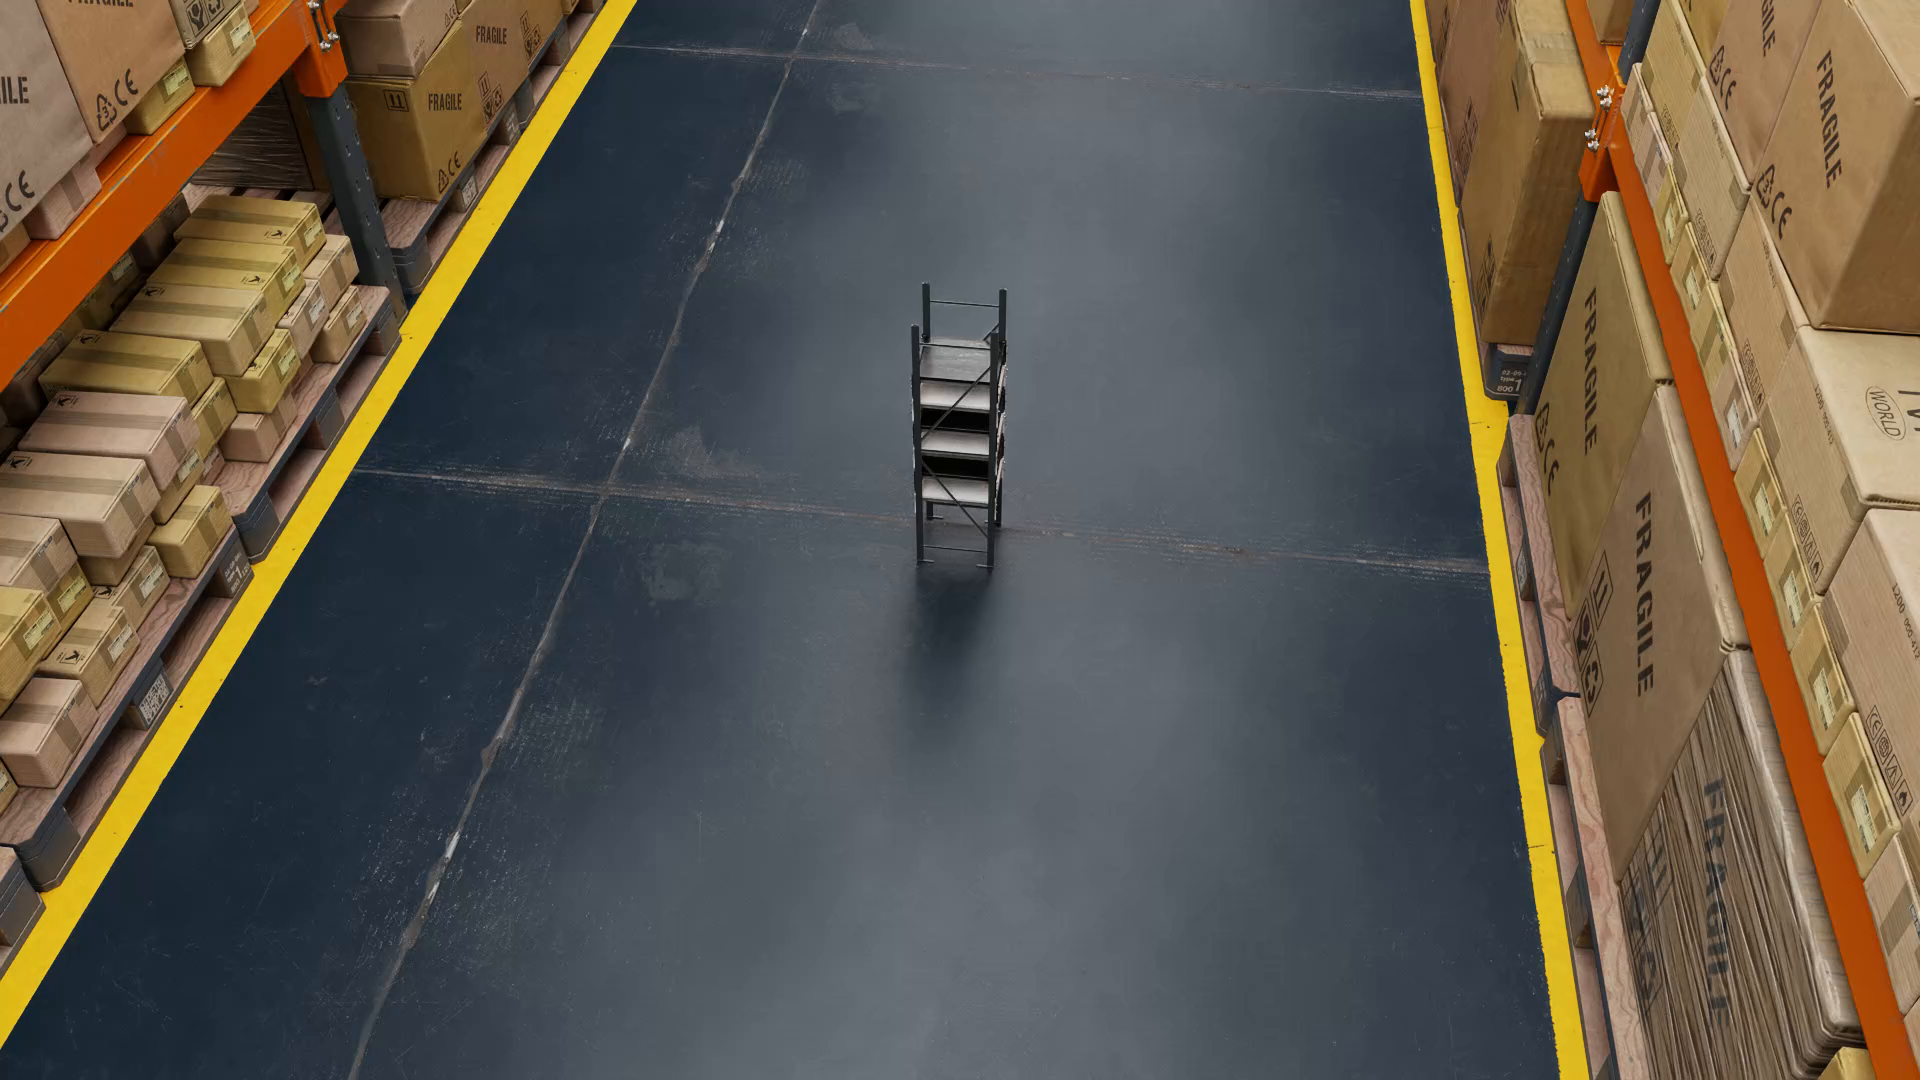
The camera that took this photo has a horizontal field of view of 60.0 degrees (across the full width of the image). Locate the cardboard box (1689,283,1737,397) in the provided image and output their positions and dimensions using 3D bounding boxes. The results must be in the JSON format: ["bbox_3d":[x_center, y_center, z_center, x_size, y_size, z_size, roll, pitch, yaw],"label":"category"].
[{"bbox_3d":[1.865,-0.431,3.706,0.380,0.149,0.250,5,44,5],"label":"cardboard box"}]

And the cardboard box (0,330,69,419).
[{"bbox_3d":[-2.877,-0.504,4.936,0.380,0.149,0.250,4,44,4],"label":"cardboard box"}]

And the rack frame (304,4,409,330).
[{"bbox_3d":[-2.534,-1.925,5.102,1.000,3.000,0.127,5,44,6],"label":"rack frame"}]

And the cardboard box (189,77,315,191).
[{"bbox_3d":[-2.686,-1.697,6.374,0.500,0.500,0.500,4,44,5],"label":"cardboard box"}]

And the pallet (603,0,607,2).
[{"bbox_3d":[-2.110,-3.106,8.377,1.003,0.211,1.213,5,44,6],"label":"pallet"}]

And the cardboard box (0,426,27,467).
[{"bbox_3d":[-2.938,-0.214,4.846,0.380,0.149,0.250,7,44,7],"label":"cardboard box"}]

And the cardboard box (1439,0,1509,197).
[{"bbox_3d":[2.551,-1.834,6.245,1.225,0.875,0.875,4,44,4],"label":"cardboard box"}]

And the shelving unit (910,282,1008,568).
[{"bbox_3d":[-0.001,-0.321,4.935,0.258,0.900,0.210,5,44,6],"label":"shelving unit"}]

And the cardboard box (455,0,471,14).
[{"bbox_3d":[-2.107,-2.285,6.449,0.500,0.250,0.500,6,44,7],"label":"cardboard box"}]

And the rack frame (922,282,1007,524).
[{"bbox_3d":[0.012,-0.391,5.008,0.240,0.900,0.006,5,44,6],"label":"rack frame"}]

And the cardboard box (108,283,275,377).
[{"bbox_3d":[-2.343,-0.644,5.084,0.380,0.149,0.250,5,44,5],"label":"cardboard box"}]

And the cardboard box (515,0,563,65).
[{"bbox_3d":[-2.049,-2.369,7.082,0.500,0.500,0.500,6,44,6],"label":"cardboard box"}]

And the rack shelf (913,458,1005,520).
[{"bbox_3d":[-0.001,-0.166,5.081,0.258,0.077,0.200,5,44,6],"label":"rack shelf"}]

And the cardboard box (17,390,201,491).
[{"bbox_3d":[-2.399,-0.282,4.701,0.380,0.149,0.250,3,44,3],"label":"cardboard box"}]

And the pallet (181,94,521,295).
[{"bbox_3d":[-2.433,-1.443,6.621,1.003,0.211,1.213,5,44,6],"label":"pallet"}]

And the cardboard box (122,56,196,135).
[{"bbox_3d":[-2.360,-1.256,4.577,0.380,0.149,0.250,7,44,7],"label":"cardboard box"}]

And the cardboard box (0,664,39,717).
[{"bbox_3d":[-2.625,0.342,4.259,0.380,0.149,0.250,7,44,8],"label":"cardboard box"}]

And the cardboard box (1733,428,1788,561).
[{"bbox_3d":[1.796,-0.080,3.336,0.380,0.149,0.250,4,44,4],"label":"cardboard box"}]

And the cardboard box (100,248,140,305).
[{"bbox_3d":[-2.880,-0.860,5.312,0.380,0.149,0.250,7,44,8],"label":"cardboard box"}]

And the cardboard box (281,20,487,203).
[{"bbox_3d":[-2.173,-1.650,6.323,0.500,0.500,0.500,7,44,7],"label":"cardboard box"}]

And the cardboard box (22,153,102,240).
[{"bbox_3d":[-2.425,-0.895,4.196,0.380,0.149,0.250,4,44,4],"label":"cardboard box"}]

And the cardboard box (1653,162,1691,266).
[{"bbox_3d":[1.931,-0.784,4.079,0.380,0.149,0.250,7,44,7],"label":"cardboard box"}]

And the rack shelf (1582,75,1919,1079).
[{"bbox_3d":[2.105,0.219,3.361,1.077,0.370,4.000,5,44,6],"label":"rack shelf"}]

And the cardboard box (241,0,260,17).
[{"bbox_3d":[-2.340,-1.618,4.960,0.380,0.149,0.250,5,44,5],"label":"cardboard box"}]

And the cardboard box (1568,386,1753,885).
[{"bbox_3d":[2.083,0.269,4.024,0.875,0.875,0.875,5,44,6],"label":"cardboard box"}]

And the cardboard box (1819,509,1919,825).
[{"bbox_3d":[1.776,0.220,2.729,0.500,0.250,0.500,4,44,4],"label":"cardboard box"}]

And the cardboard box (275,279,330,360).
[{"bbox_3d":[-2.284,-0.722,5.382,0.380,0.149,0.250,3,44,4],"label":"cardboard box"}]

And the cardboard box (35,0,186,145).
[{"bbox_3d":[-2.388,-1.360,4.216,0.500,0.500,0.500,4,44,4],"label":"cardboard box"}]

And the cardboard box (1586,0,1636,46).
[{"bbox_3d":[2.160,-1.785,4.881,0.500,0.500,0.500,5,44,6],"label":"cardboard box"}]

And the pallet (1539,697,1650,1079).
[{"bbox_3d":[2.032,0.952,4.091,1.003,0.211,1.213,5,44,6],"label":"pallet"}]

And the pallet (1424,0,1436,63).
[{"bbox_3d":[2.719,-2.589,7.830,1.003,0.211,1.213,5,44,6],"label":"pallet"}]

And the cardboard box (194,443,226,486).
[{"bbox_3d":[-2.492,-0.220,5.069,0.380,0.149,0.250,4,44,4],"label":"cardboard box"}]

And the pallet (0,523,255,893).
[{"bbox_3d":[-2.747,0.382,4.693,1.003,0.211,1.213,5,44,6],"label":"pallet"}]

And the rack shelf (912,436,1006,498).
[{"bbox_3d":[-0.001,-0.232,5.020,0.258,0.077,0.200,5,44,6],"label":"rack shelf"}]

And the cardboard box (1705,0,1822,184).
[{"bbox_3d":[1.979,-1.093,3.570,0.500,0.500,0.500,5,44,6],"label":"cardboard box"}]

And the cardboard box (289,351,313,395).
[{"bbox_3d":[-2.365,-0.575,5.444,0.380,0.149,0.250,6,44,7],"label":"cardboard box"}]

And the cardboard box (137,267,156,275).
[{"bbox_3d":[-2.899,-0.933,5.605,0.380,0.149,0.250,7,44,7],"label":"cardboard box"}]

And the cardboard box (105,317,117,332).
[{"bbox_3d":[-2.840,-0.583,5.235,0.380,0.149,0.250,5,44,5],"label":"cardboard box"}]

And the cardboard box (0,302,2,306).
[{"bbox_3d":[-2.475,-0.546,3.828,0.380,0.149,0.250,6,44,6],"label":"cardboard box"}]

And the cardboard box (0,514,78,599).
[{"bbox_3d":[-2.564,0.063,4.338,0.380,0.149,0.250,5,44,6],"label":"cardboard box"}]

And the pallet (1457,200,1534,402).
[{"bbox_3d":[2.396,-0.926,6.074,1.003,0.211,1.213,5,44,6],"label":"pallet"}]

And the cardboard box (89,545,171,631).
[{"bbox_3d":[-2.486,0.133,4.696,0.380,0.149,0.250,6,44,6],"label":"cardboard box"}]

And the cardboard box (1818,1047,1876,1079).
[{"bbox_3d":[1.846,1.496,2.728,0.875,0.875,0.875,5,44,6],"label":"cardboard box"}]

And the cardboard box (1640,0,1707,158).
[{"bbox_3d":[2.047,-1.163,4.189,0.500,0.250,0.500,5,44,5],"label":"cardboard box"}]

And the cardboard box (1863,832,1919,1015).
[{"bbox_3d":[1.662,0.620,2.596,0.380,0.149,0.250,6,44,6],"label":"cardboard box"}]

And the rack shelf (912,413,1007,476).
[{"bbox_3d":[-0.001,-0.297,4.958,0.258,0.077,0.200,5,44,6],"label":"rack shelf"}]

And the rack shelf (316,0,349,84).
[{"bbox_3d":[-2.270,-3.027,6.789,1.077,0.370,4.000,5,44,6],"label":"rack shelf"}]

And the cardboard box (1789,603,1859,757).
[{"bbox_3d":[1.728,0.266,2.970,0.380,0.149,0.250,5,44,6],"label":"cardboard box"}]

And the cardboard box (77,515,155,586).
[{"bbox_3d":[-2.502,-0.019,4.640,0.380,0.149,0.250,3,44,4],"label":"cardboard box"}]

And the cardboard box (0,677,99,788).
[{"bbox_3d":[-2.496,0.491,4.318,0.380,0.149,0.250,3,44,3],"label":"cardboard box"}]

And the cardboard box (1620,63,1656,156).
[{"bbox_3d":[2.000,-1.143,4.458,0.380,0.149,0.250,5,44,6],"label":"cardboard box"}]

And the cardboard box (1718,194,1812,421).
[{"bbox_3d":[1.914,-0.471,3.458,0.500,0.250,0.500,6,44,7],"label":"cardboard box"}]

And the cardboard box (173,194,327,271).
[{"bbox_3d":[-2.323,-0.992,5.452,0.380,0.149,0.250,6,44,7],"label":"cardboard box"}]

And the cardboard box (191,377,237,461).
[{"bbox_3d":[-2.432,-0.375,5.016,0.380,0.149,0.250,6,44,6],"label":"cardboard box"}]
